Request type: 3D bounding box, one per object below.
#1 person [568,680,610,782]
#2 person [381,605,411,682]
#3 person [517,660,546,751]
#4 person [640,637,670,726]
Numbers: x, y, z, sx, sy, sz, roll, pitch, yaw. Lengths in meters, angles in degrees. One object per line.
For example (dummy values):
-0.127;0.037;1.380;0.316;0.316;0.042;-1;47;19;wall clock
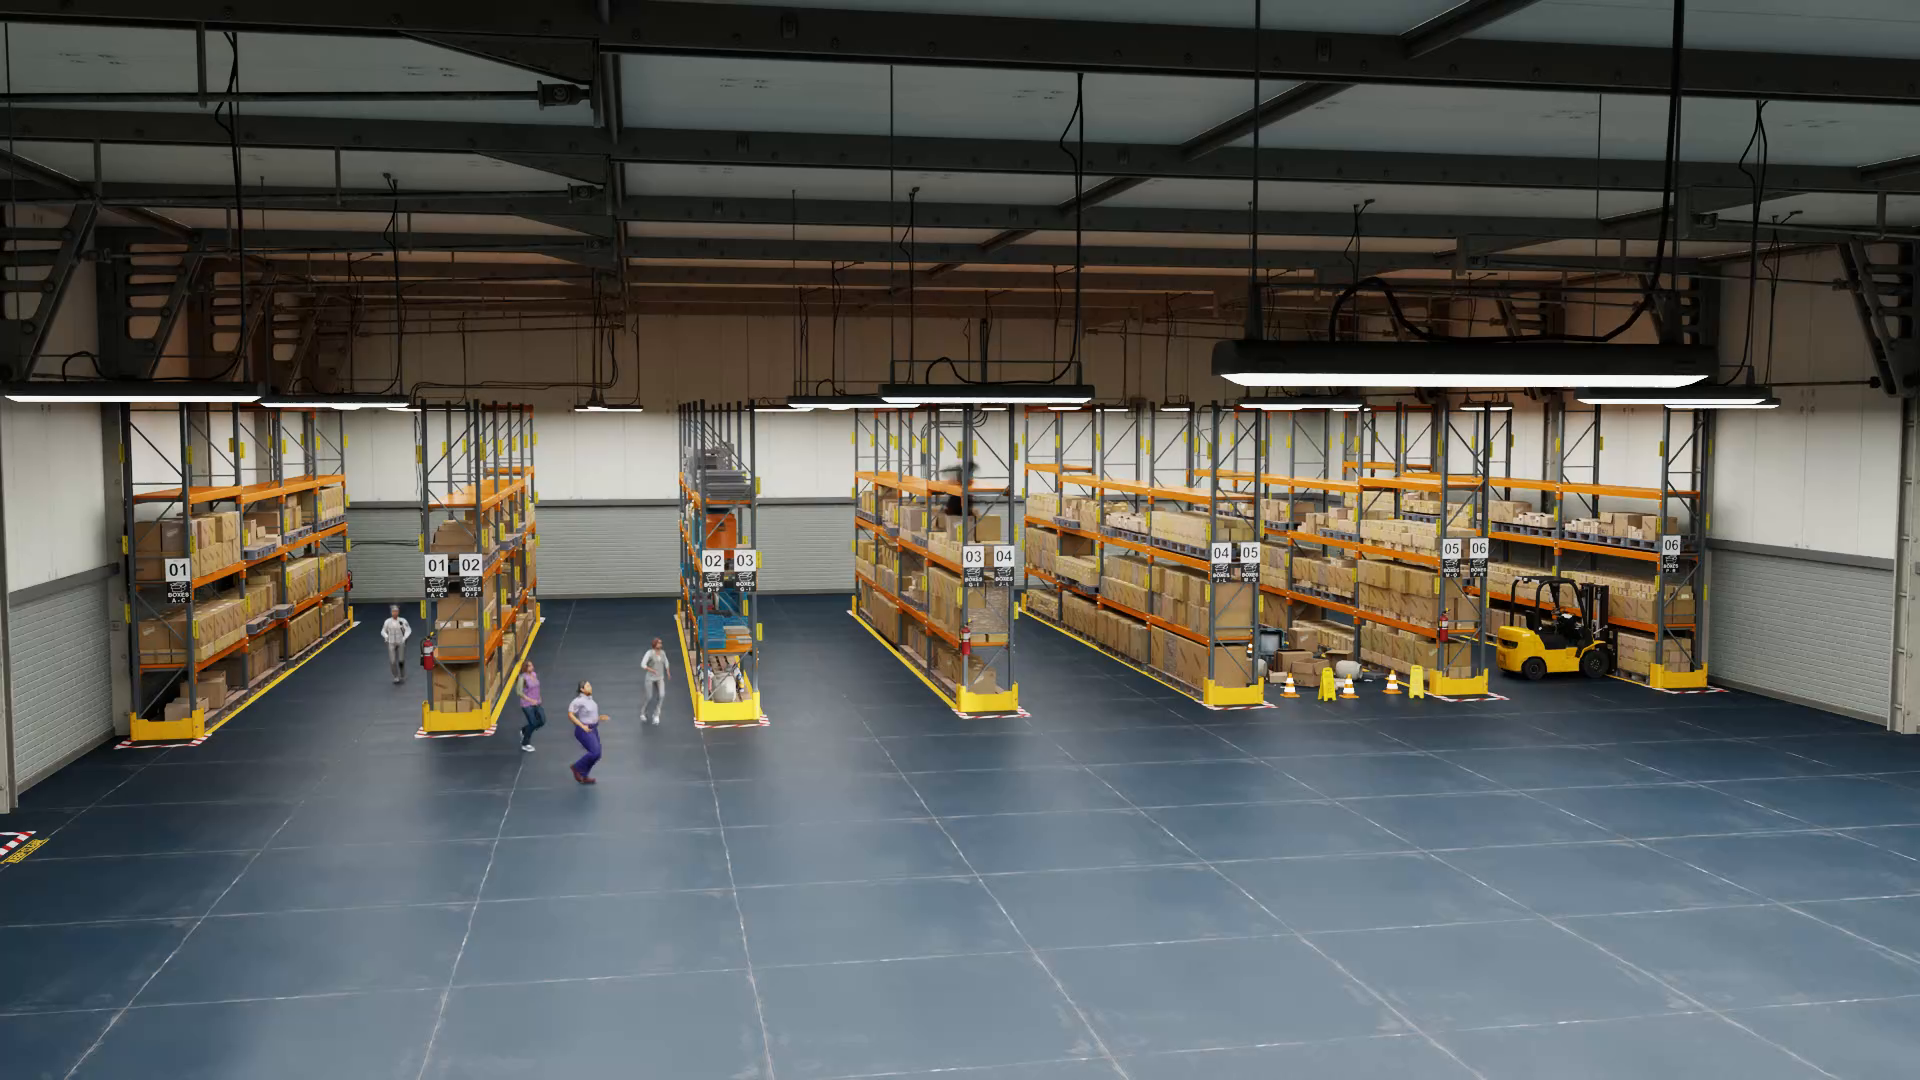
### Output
-5.743;2.971;25.793;0.550;1.601;0.597;1;4;8;person
-12.076;2.211;35.604;0.611;1.649;0.569;-1;4;-14;person
-7.315;2.809;28.334;0.484;1.554;0.546;2;5;23;person
-5.638;2.605;30.861;0.607;1.604;0.619;-3;5;-32;person
